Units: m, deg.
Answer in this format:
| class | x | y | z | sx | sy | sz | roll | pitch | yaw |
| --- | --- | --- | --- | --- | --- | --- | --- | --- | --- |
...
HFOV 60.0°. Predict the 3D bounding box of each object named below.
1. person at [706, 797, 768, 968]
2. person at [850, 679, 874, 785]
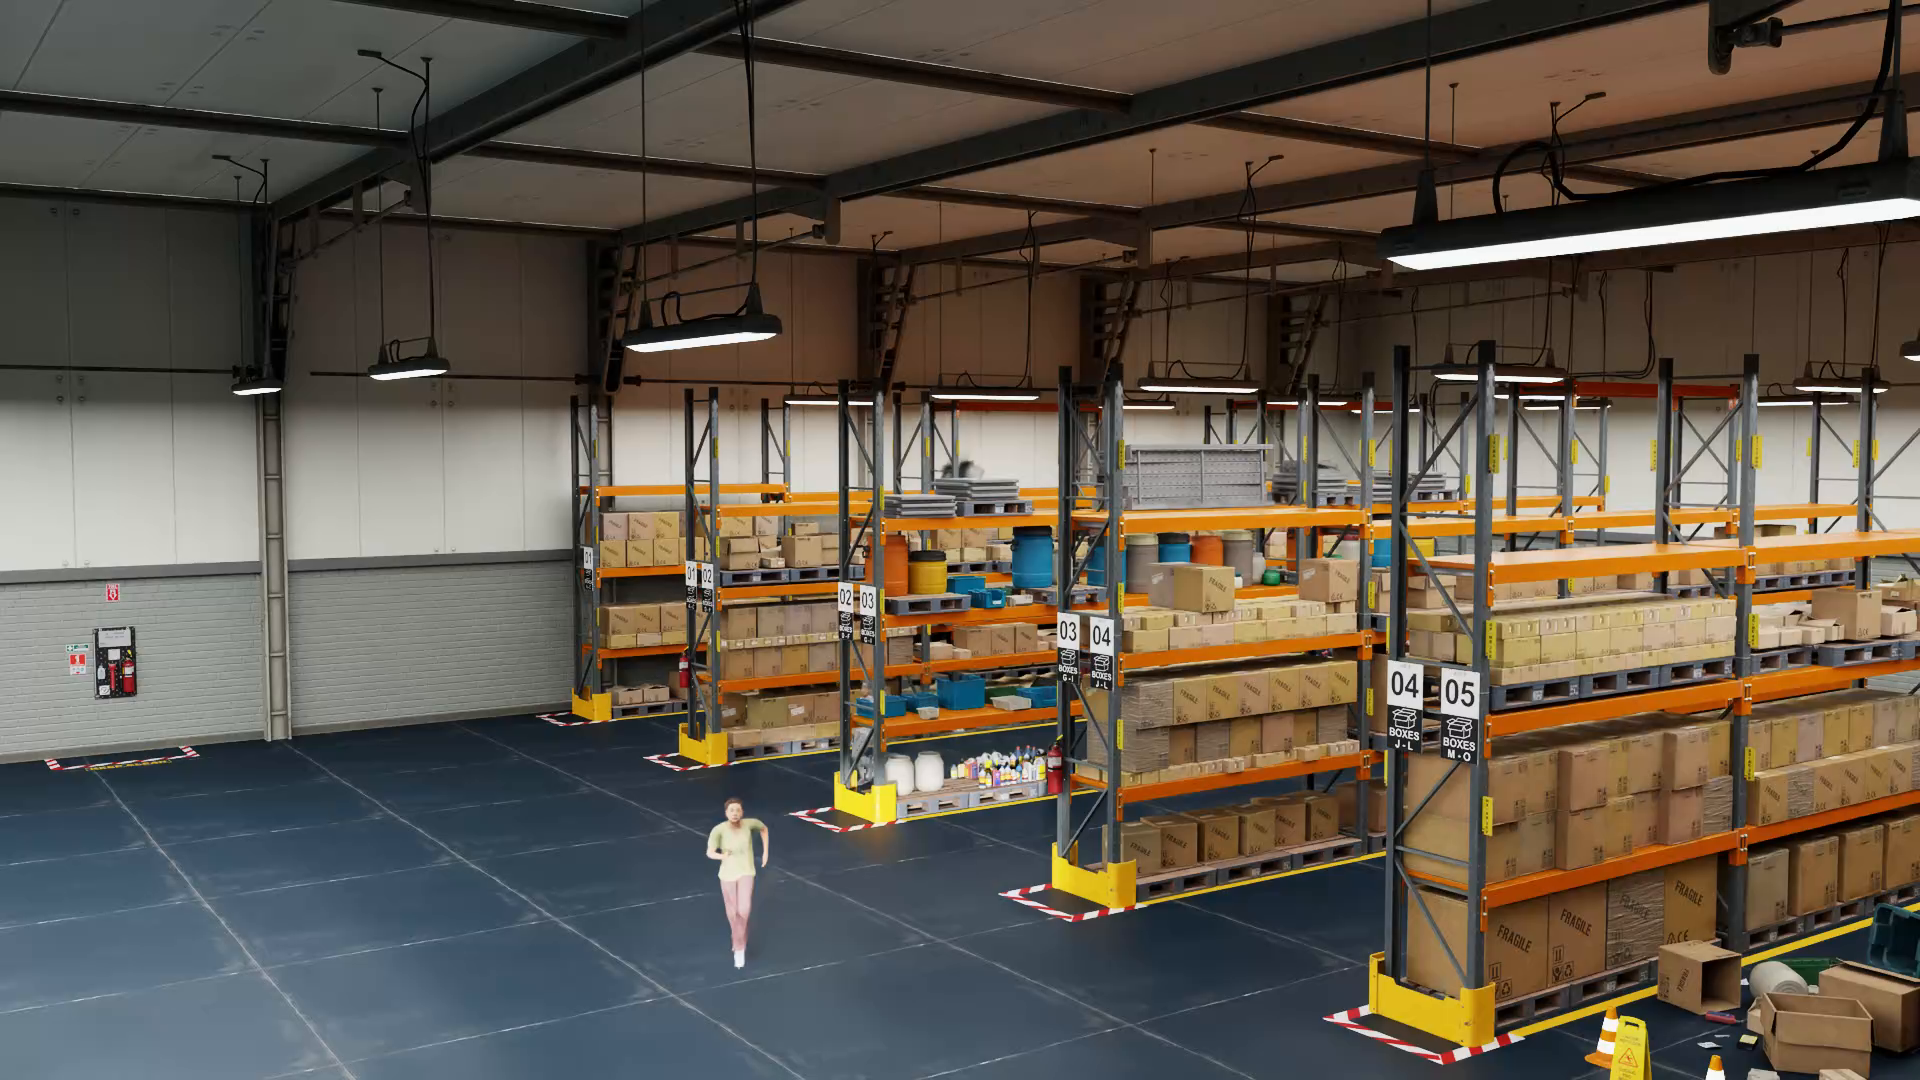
| class | x | y | z | sx | sy | sz | roll | pitch | yaw |
| --- | --- | --- | --- | --- | --- | --- | --- | --- | --- |
| person | -2.194 | 3.345 | 16.420 | 0.602 | 1.661 | 0.793 | 0 | 3 | -7 |
| person | -1.426 | 2.876 | 24.754 | 0.473 | 1.650 | 0.670 | -2 | 4 | -32 |
